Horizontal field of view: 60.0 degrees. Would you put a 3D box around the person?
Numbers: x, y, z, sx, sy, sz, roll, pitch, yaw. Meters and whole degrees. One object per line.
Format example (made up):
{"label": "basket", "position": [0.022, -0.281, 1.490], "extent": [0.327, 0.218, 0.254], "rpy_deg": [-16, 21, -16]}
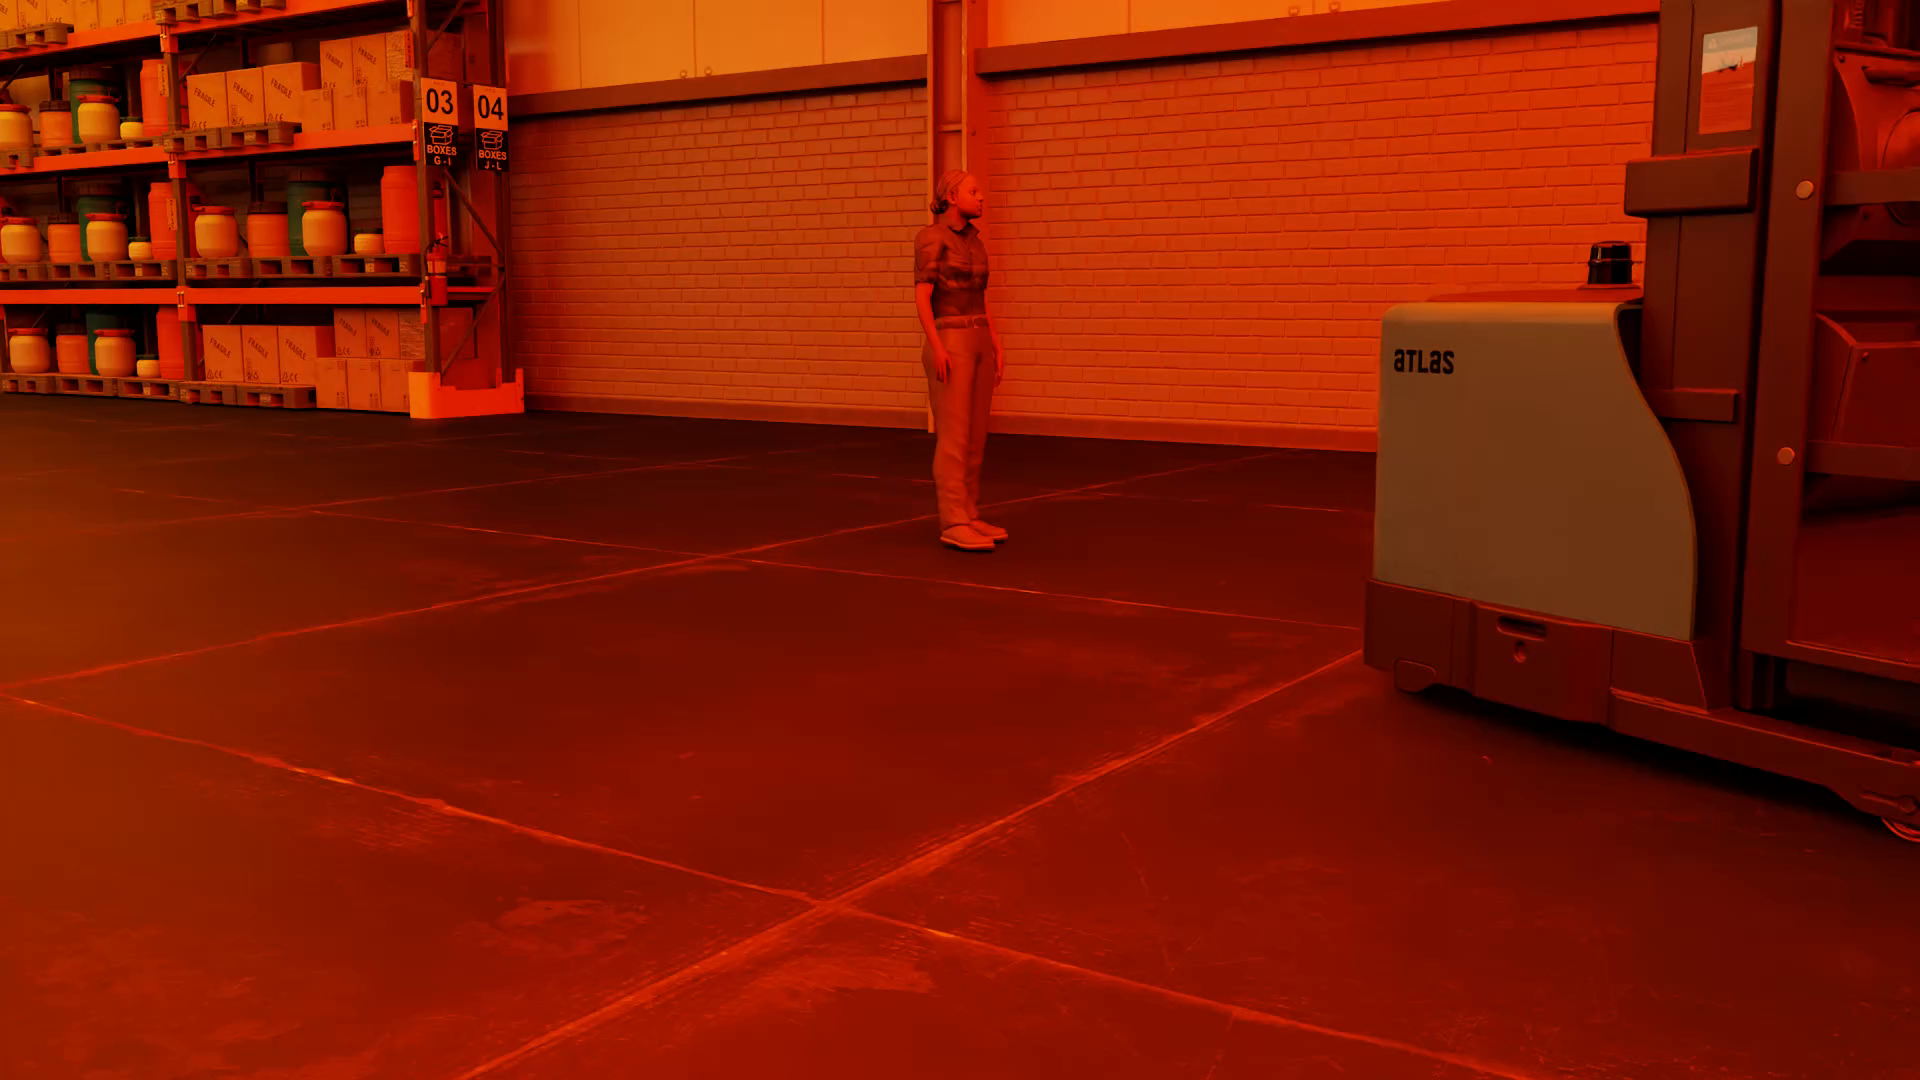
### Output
{"label": "person", "position": [0.062, -0.817, 7.421], "extent": [0.503, 1.656, 0.569], "rpy_deg": [5, 10, 34]}

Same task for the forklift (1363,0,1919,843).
{"label": "forklift", "position": [2.324, -0.895, 3.483], "extent": [1.130, 2.935, 3.031], "rpy_deg": [-5, 9, -31]}
